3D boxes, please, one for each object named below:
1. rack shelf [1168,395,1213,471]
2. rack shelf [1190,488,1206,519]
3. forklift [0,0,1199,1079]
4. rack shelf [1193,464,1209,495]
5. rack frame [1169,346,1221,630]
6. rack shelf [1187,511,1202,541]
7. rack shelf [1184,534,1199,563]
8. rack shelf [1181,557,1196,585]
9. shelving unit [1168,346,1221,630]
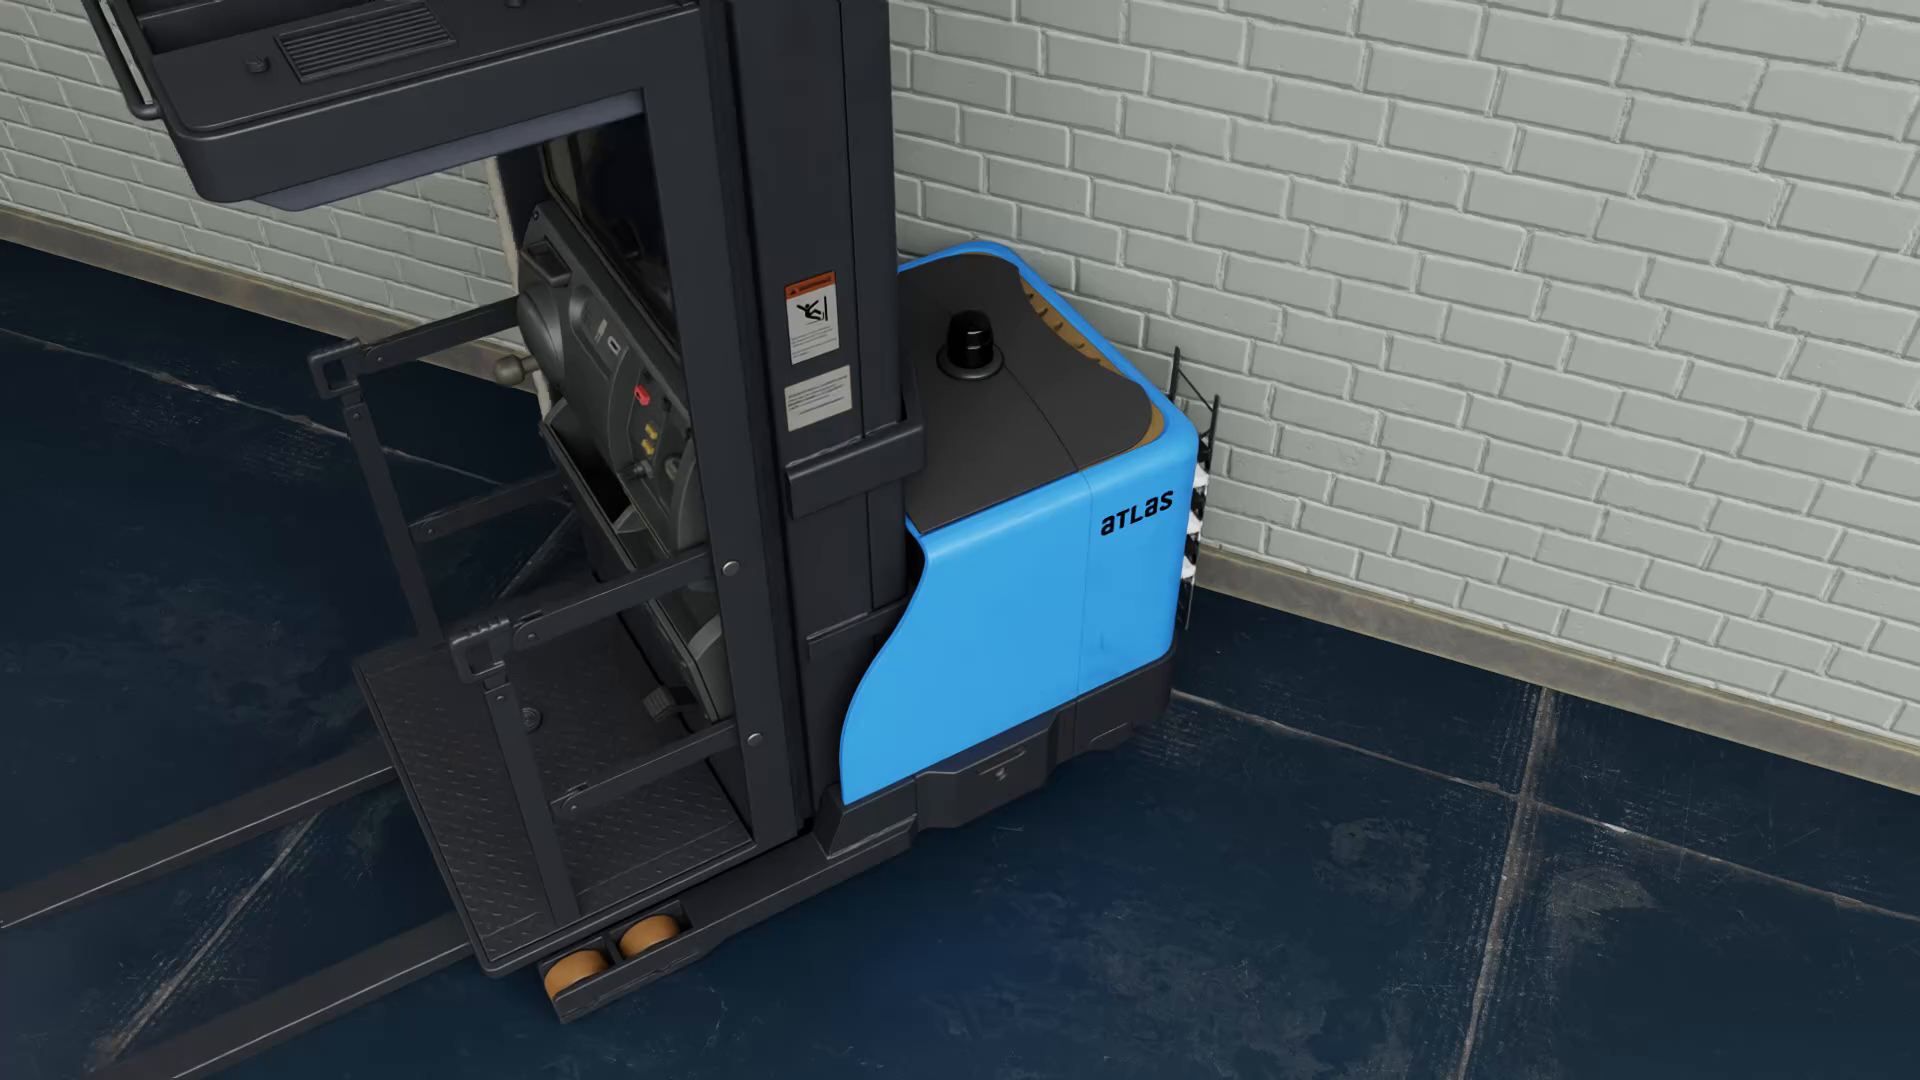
[{"bbox_3d":[0.538,-0.268,4.546,0.200,0.077,0.258,-17,47,-16],"label":"rack shelf"},{"bbox_3d":[0.538,-0.141,4.673,0.200,0.077,0.258,-17,47,-16],"label":"rack shelf"},{"bbox_3d":[-0.937,-0.304,3.478,3.031,2.935,1.130,-23,49,-21],"label":"forklift"},{"bbox_3d":[0.538,-0.205,4.610,0.200,0.077,0.258,-17,47,-16],"label":"rack shelf"},{"bbox_3d":[0.632,-0.129,4.741,0.006,0.900,0.240,-17,47,-16],"label":"rack frame"},{"bbox_3d":[0.538,-0.077,4.737,0.200,0.077,0.258,-17,47,-16],"label":"rack shelf"},{"bbox_3d":[0.538,-0.013,4.800,0.200,0.077,0.258,-17,47,-16],"label":"rack shelf"},{"bbox_3d":[0.538,0.051,4.864,0.200,0.077,0.258,-17,47,-16],"label":"rack shelf"},{"bbox_3d":[0.538,-0.101,4.713,0.210,0.900,0.258,-17,47,-16],"label":"shelving unit"}]
